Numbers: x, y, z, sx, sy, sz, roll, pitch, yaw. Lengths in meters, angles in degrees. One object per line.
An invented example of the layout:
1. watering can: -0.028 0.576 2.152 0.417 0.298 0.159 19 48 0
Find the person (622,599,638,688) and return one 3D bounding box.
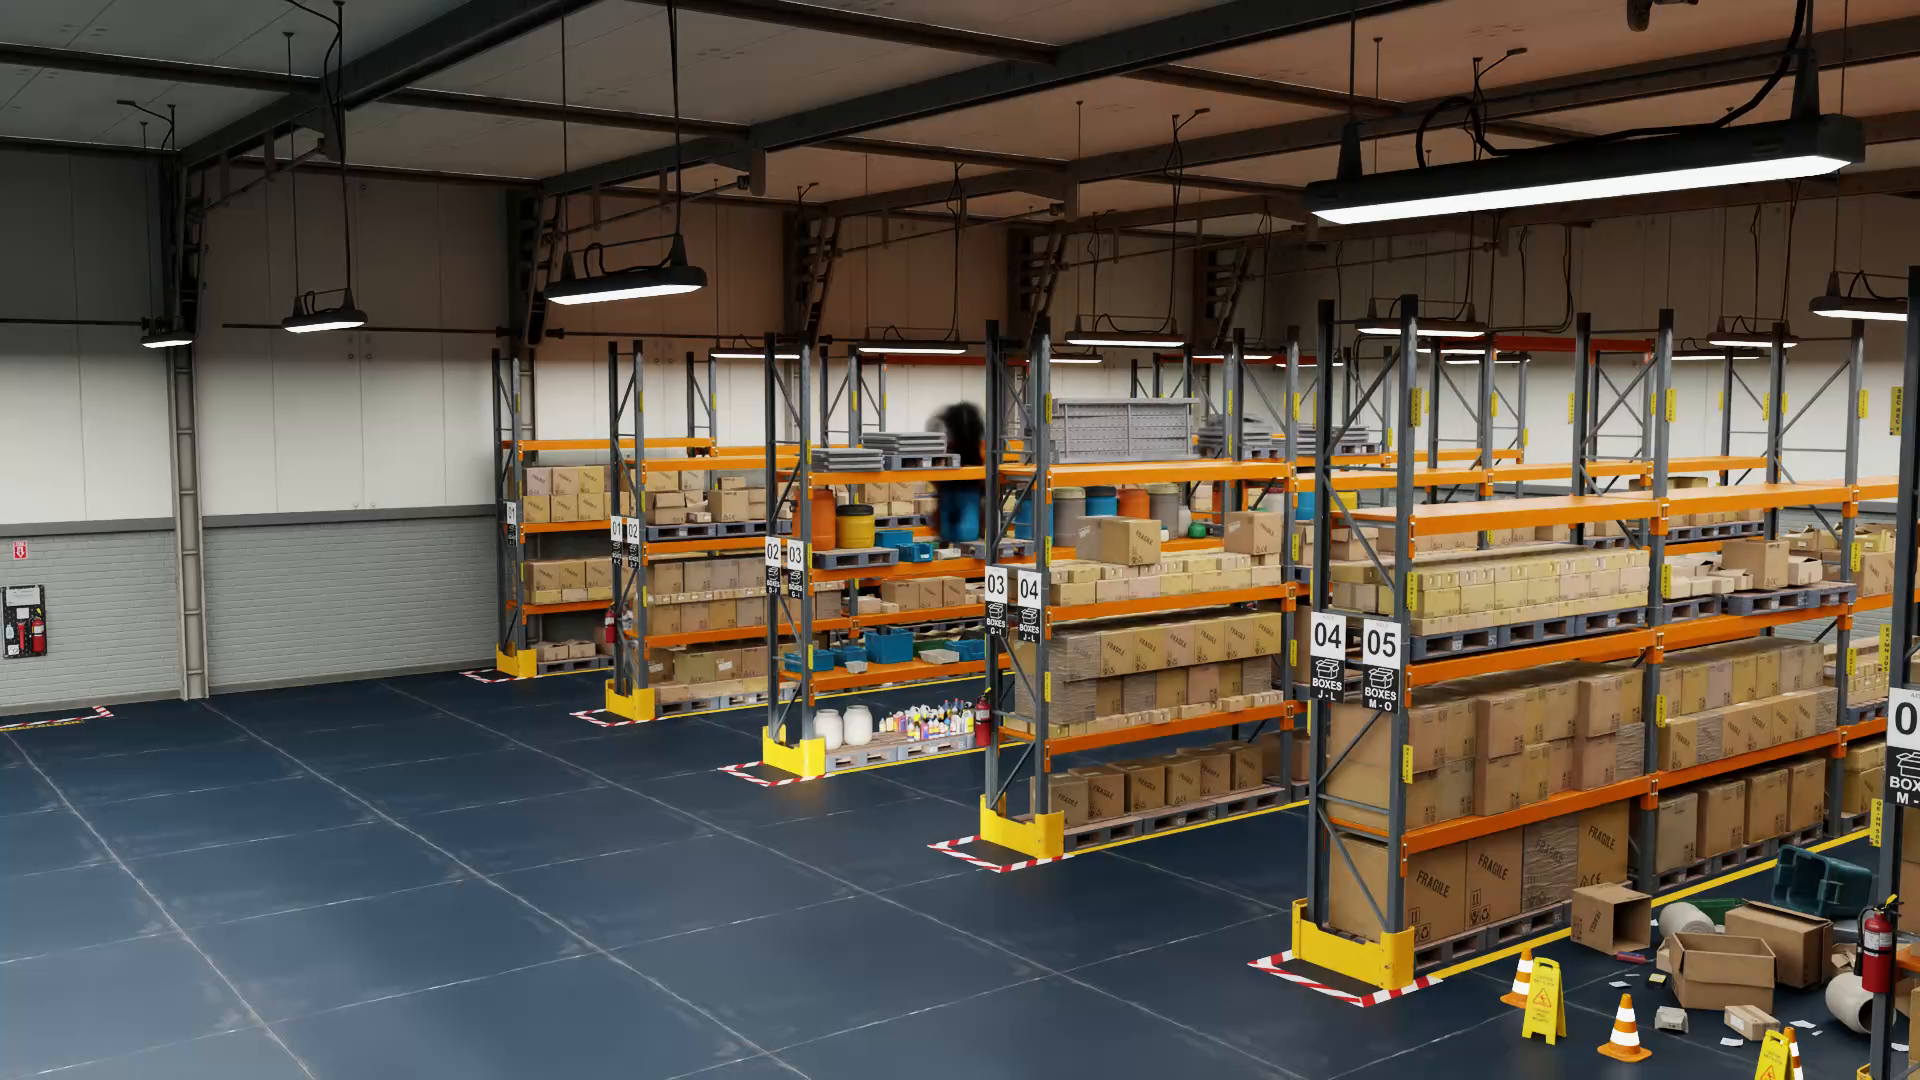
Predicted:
1. person: -5.809 1.800 29.370 0.604 1.627 0.751 0 5 2
